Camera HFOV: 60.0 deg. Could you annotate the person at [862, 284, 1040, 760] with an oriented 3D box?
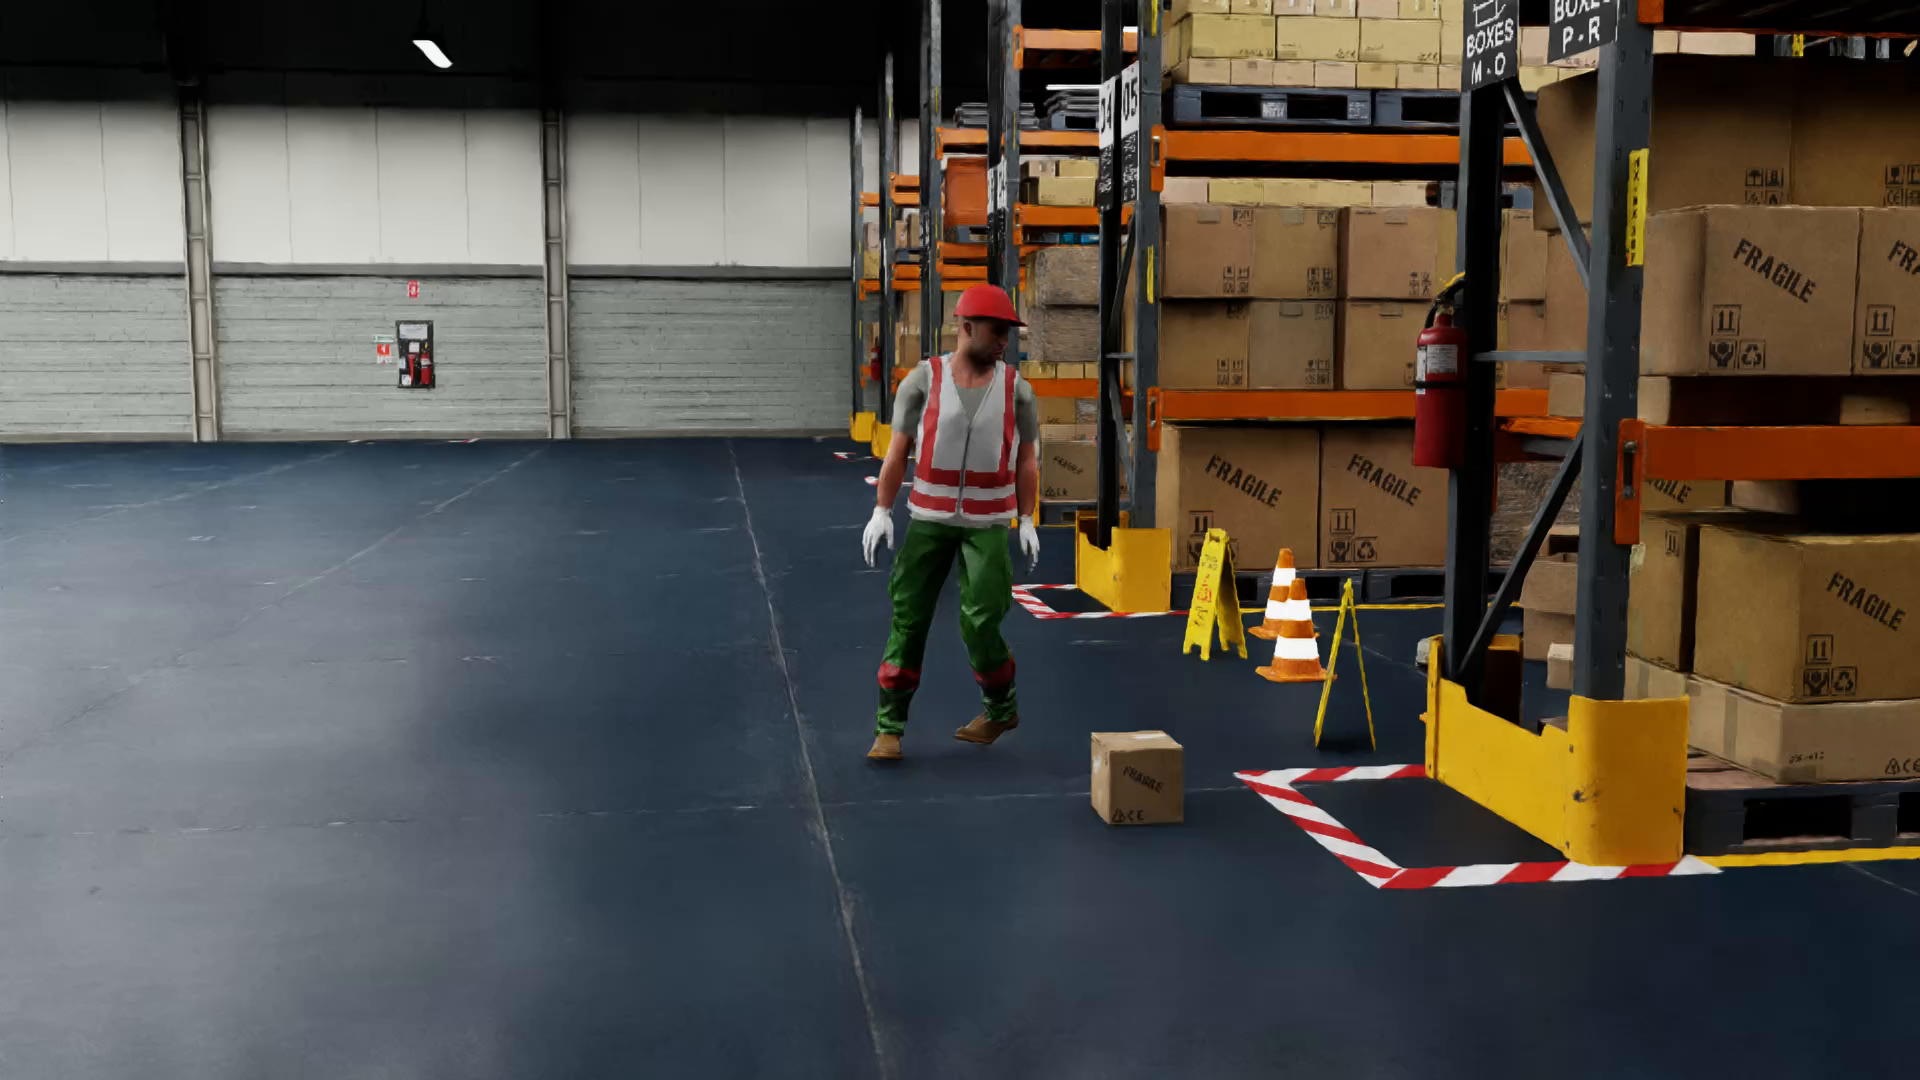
[{"bbox_3d":[-0.032,-0.057,6.145,0.640,1.762,0.420,0,6,4],"label":"person"}]
